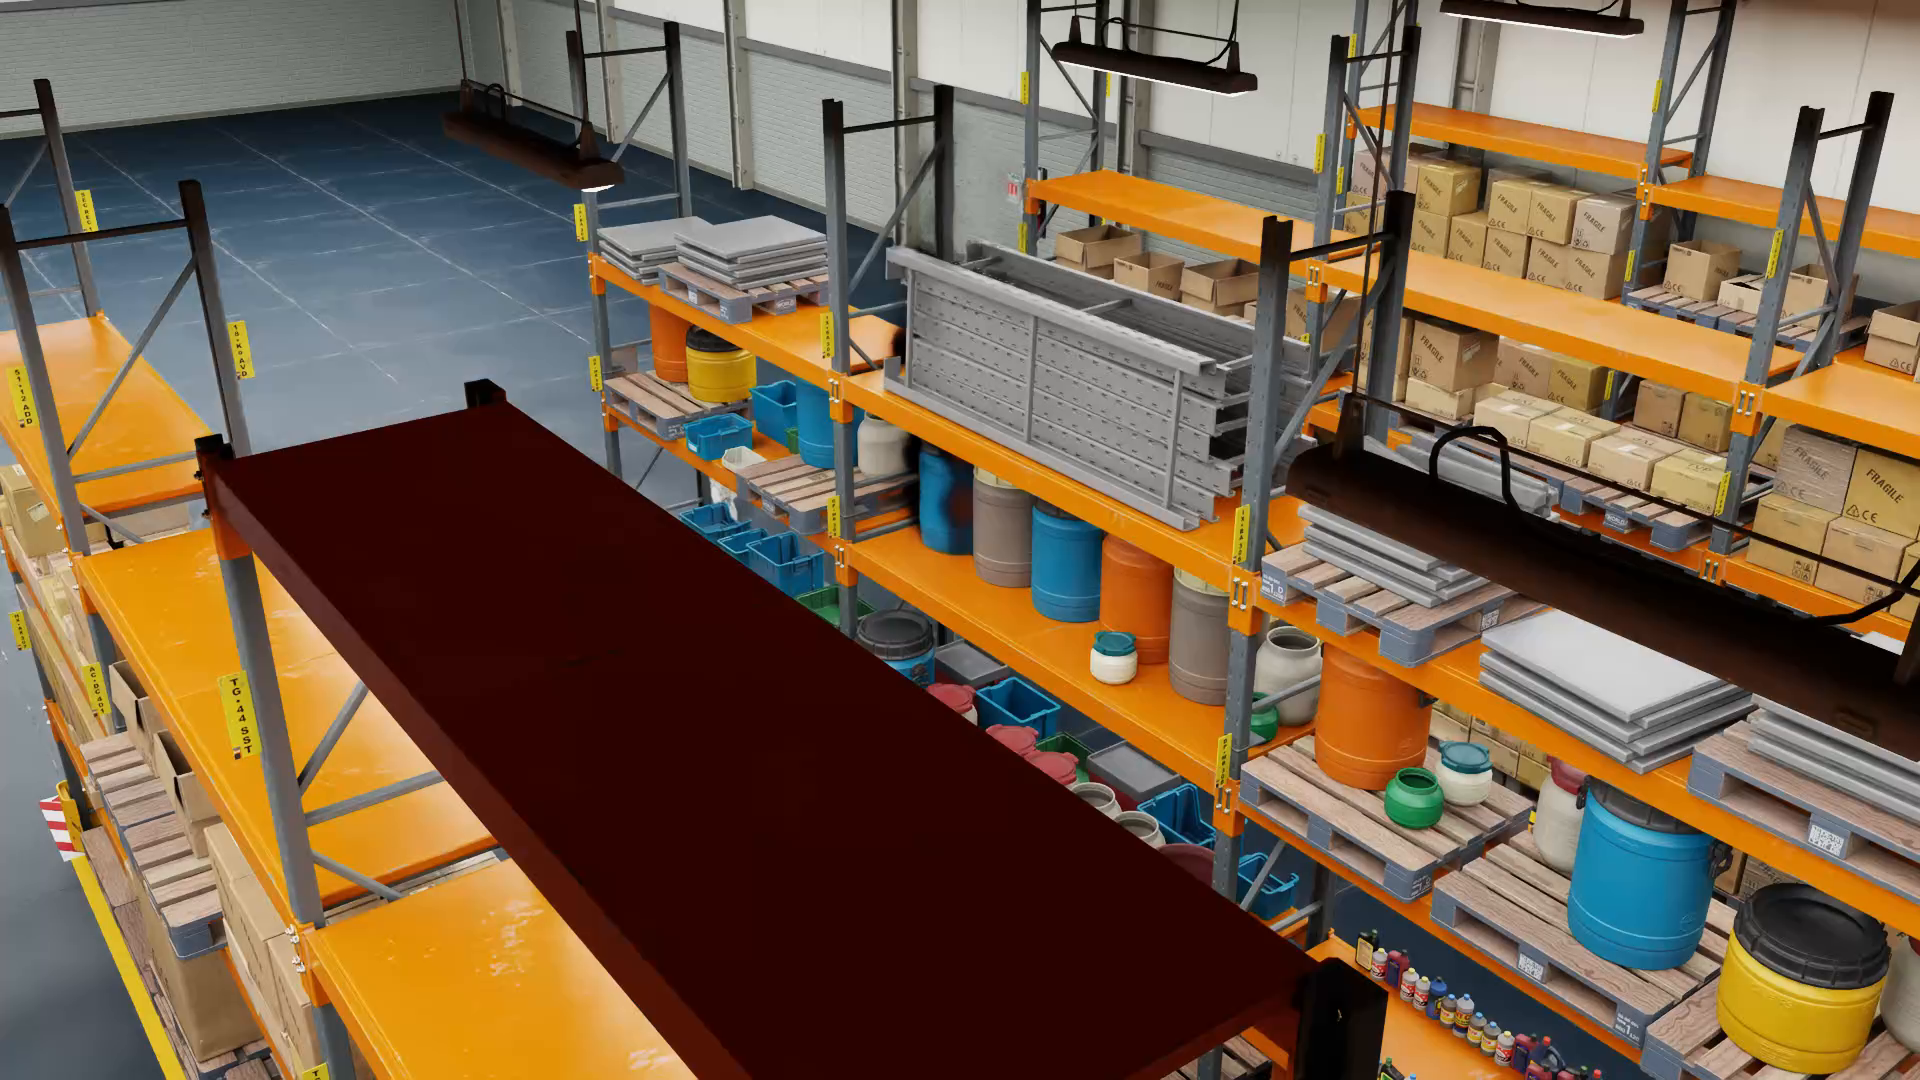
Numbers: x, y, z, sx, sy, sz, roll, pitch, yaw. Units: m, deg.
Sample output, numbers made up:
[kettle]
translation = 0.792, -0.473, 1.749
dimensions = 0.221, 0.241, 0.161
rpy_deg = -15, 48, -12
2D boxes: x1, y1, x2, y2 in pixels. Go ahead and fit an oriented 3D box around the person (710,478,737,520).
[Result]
[person]
translation = -2.512, -0.195, 17.469
dimensions = 0.600, 1.624, 0.659
rpy_deg = 6, 25, 12
